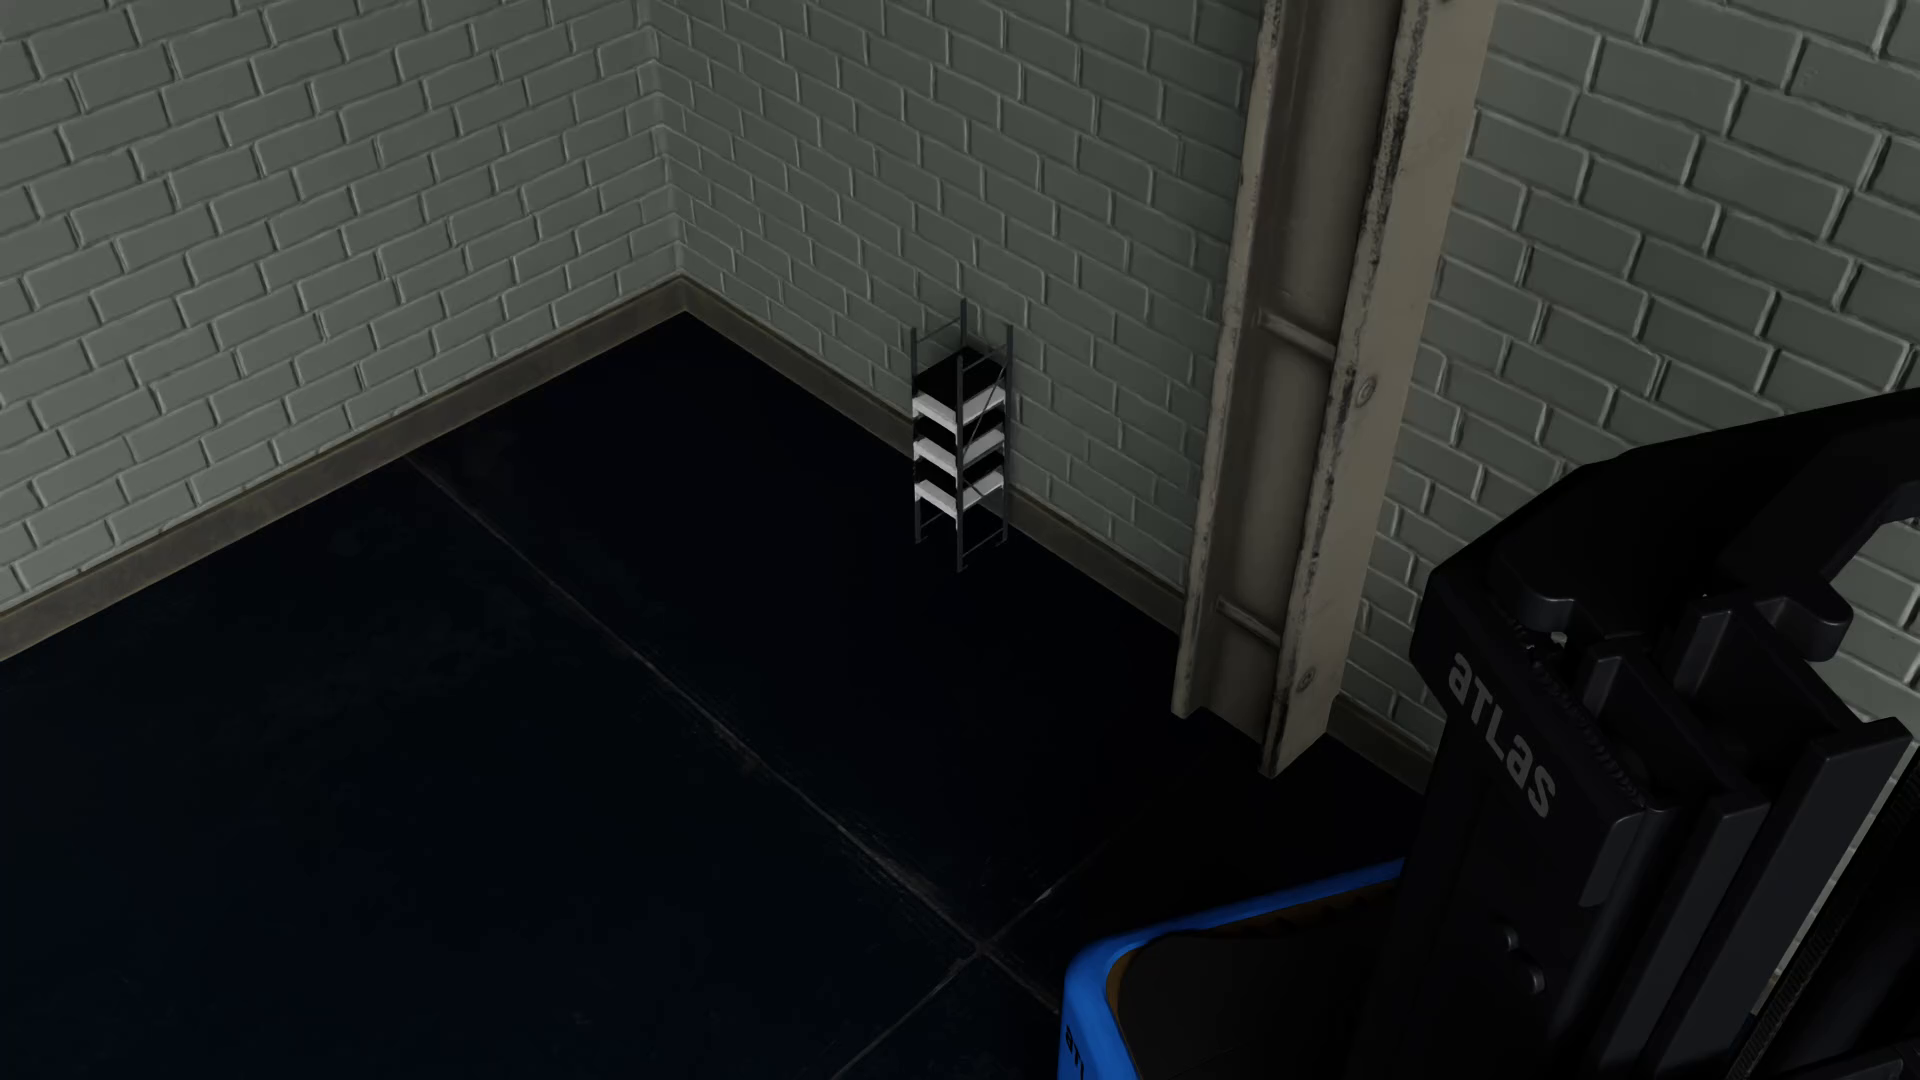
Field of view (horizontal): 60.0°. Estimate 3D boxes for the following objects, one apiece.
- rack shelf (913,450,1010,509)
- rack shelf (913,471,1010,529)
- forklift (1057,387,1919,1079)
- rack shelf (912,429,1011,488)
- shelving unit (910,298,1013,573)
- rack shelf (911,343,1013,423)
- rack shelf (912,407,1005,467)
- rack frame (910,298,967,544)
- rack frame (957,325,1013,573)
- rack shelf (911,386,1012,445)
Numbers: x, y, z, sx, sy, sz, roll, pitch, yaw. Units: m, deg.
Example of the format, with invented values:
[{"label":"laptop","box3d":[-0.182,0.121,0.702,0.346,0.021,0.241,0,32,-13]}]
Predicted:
[{"label":"rack shelf","box3d":[0.006,-0.236,5.524,0.258,0.077,0.200,-34,53,-31]},{"label":"rack shelf","box3d":[0.006,-0.170,5.585,0.258,0.077,0.200,-34,53,-31]},{"label":"forklift","box3d":[1.108,1.382,2.094,1.130,2.935,3.031,-12,44,-12]},{"label":"rack shelf","box3d":[0.006,-0.302,5.463,0.258,0.077,0.200,-34,53,-31]},{"label":"shelving unit","box3d":[0.006,-0.327,5.440,0.258,0.900,0.210,-34,53,-31]},{"label":"rack shelf","box3d":[0.006,-0.500,5.280,0.258,0.077,0.200,-34,53,-31]},{"label":"rack shelf","box3d":[0.006,-0.368,5.402,0.258,0.077,0.200,-34,53,-31]},{"label":"rack frame","box3d":[-0.066,-0.375,5.493,0.240,0.900,0.006,-34,53,-31]},{"label":"rack frame","box3d":[0.078,-0.278,5.388,0.240,0.900,0.006,-34,53,-31]},{"label":"rack shelf","box3d":[0.006,-0.434,5.341,0.258,0.077,0.200,-34,53,-31]}]
